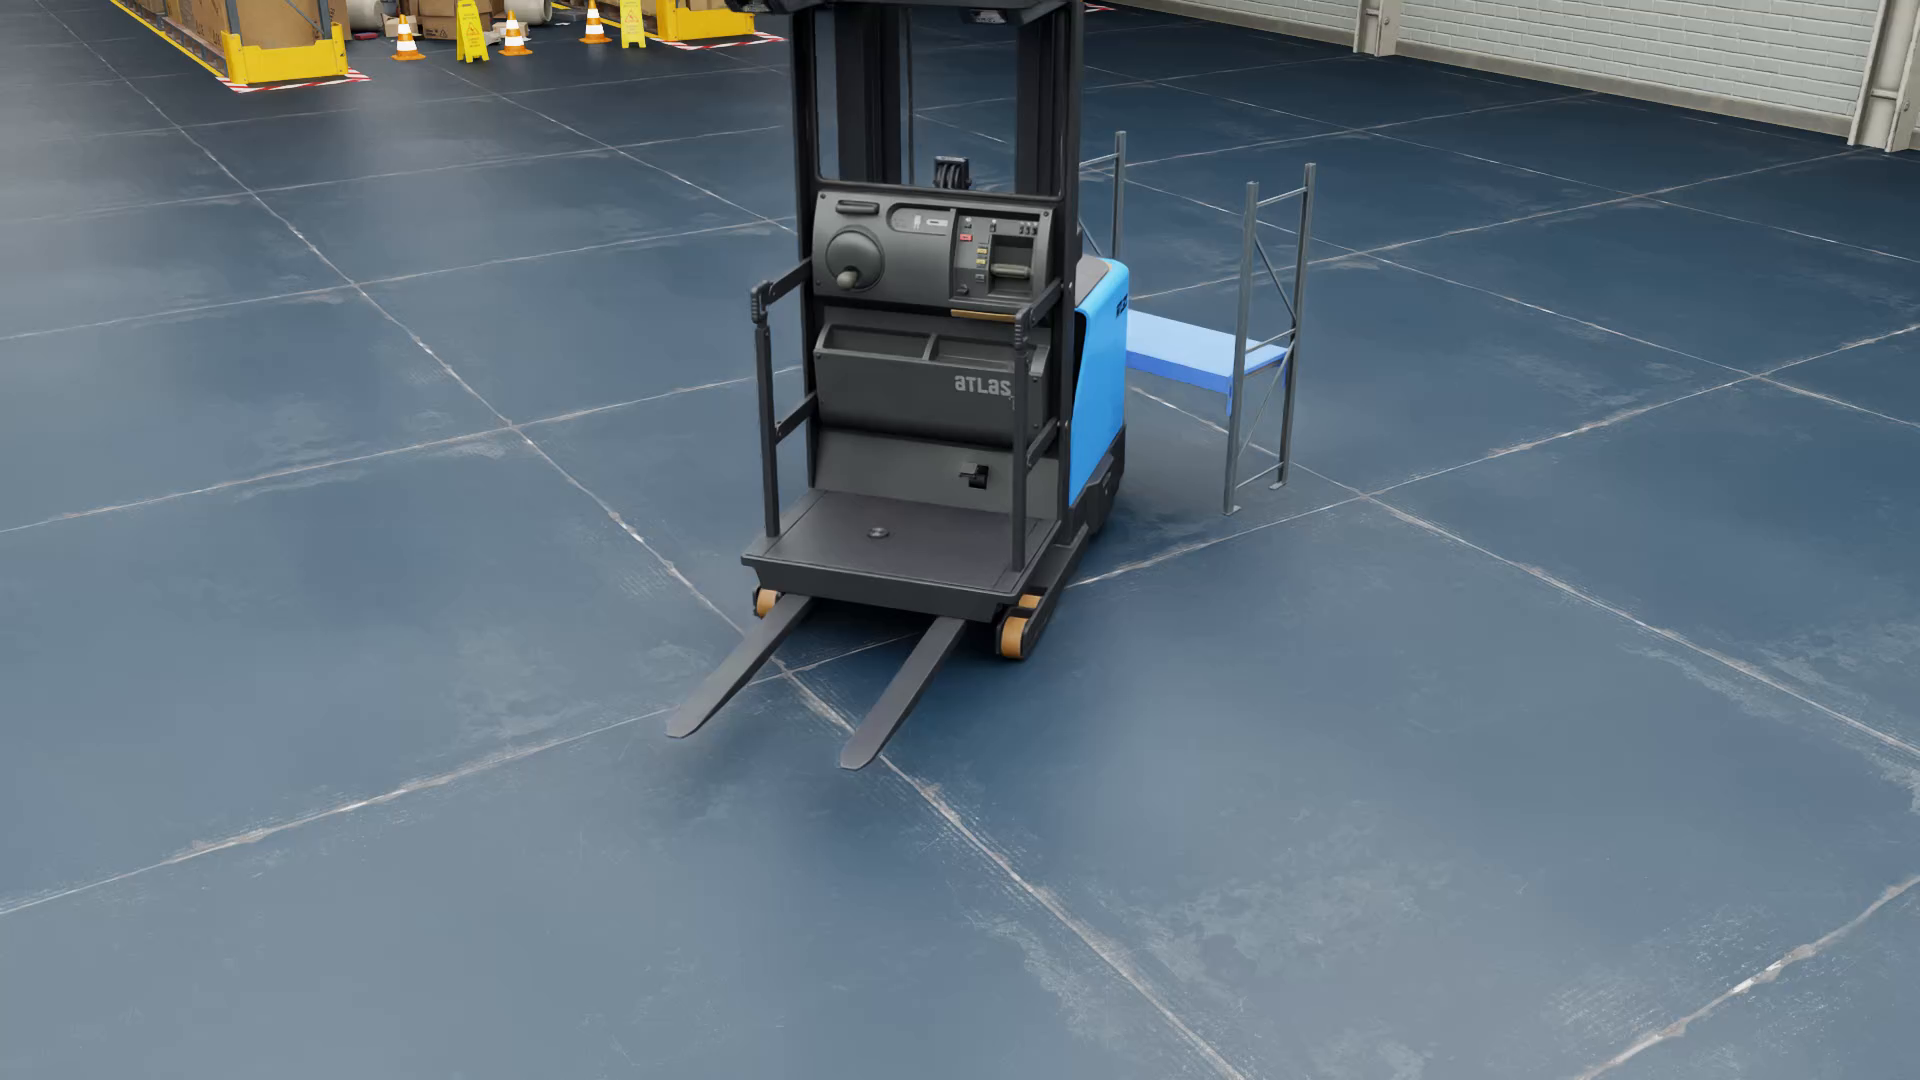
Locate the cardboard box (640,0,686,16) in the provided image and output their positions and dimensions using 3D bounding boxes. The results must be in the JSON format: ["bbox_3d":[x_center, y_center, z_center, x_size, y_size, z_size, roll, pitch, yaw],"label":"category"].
[{"bbox_3d":[-3.725,-6.661,20.576,0.500,0.250,0.500,-16,29,-30],"label":"cardboard box"}]

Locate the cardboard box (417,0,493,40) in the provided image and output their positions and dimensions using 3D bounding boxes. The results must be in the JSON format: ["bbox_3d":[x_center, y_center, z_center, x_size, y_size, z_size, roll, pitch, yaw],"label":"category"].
[{"bbox_3d":[-6.125,-6.389,20.194,0.637,0.503,0.797,7,26,15],"label":"cardboard box"}]

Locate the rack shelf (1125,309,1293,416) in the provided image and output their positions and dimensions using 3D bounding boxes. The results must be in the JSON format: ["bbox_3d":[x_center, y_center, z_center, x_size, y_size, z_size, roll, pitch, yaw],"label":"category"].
[{"bbox_3d":[0.981,-0.851,7.717,1.000,0.185,0.538,21,32,37],"label":"rack shelf"}]

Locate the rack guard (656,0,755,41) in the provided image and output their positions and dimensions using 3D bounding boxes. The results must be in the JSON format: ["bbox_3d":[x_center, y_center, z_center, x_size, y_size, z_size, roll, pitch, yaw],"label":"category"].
[{"bbox_3d":[-3.087,-6.376,20.172,1.175,0.500,0.348,-16,29,-30],"label":"rack guard"}]

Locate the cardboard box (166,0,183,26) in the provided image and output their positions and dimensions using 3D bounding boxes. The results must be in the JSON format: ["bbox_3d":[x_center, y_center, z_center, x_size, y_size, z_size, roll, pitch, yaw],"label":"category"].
[{"bbox_3d":[-9.036,-6.708,19.944,0.875,0.875,0.875,-15,29,-29],"label":"cardboard box"}]

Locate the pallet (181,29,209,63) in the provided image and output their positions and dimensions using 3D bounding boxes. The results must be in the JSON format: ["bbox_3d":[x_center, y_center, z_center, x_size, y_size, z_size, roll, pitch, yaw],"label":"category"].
[{"bbox_3d":[-8.301,-5.733,19.146,1.003,0.211,1.213,-16,29,-30],"label":"pallet"}]

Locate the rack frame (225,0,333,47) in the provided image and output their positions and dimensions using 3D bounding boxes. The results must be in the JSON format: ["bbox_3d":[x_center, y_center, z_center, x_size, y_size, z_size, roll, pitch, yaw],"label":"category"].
[{"bbox_3d":[-7.137,-6.290,17.060,1.000,3.000,0.127,-16,29,-30],"label":"rack frame"}]

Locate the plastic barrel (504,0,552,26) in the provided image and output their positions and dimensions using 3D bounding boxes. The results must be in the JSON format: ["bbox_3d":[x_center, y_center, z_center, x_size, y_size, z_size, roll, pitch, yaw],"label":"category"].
[{"bbox_3d":[-5.441,-6.701,20.948,0.512,0.421,0.421,3,25,6],"label":"plastic barrel"}]

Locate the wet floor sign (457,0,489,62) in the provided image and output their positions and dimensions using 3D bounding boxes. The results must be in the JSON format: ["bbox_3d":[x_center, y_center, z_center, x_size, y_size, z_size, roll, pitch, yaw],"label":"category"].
[{"bbox_3d":[-5.462,-5.676,18.518,0.267,0.644,0.232,-22,33,-38],"label":"wet floor sign"}]

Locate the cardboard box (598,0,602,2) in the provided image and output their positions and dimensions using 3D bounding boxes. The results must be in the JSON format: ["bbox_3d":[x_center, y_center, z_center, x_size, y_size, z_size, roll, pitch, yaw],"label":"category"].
[{"bbox_3d":[-4.540,-7.205,21.729,0.500,0.250,0.500,-16,30,-30],"label":"cardboard box"}]

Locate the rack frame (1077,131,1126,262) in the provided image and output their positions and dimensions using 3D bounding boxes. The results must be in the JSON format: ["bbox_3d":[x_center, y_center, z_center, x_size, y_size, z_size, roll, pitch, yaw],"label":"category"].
[{"bbox_3d":[0.602,-1.158,7.947,0.032,1.500,0.500,21,32,37],"label":"rack frame"}]

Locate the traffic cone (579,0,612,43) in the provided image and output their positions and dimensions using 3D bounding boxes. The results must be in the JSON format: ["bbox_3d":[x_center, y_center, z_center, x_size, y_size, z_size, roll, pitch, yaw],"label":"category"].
[{"bbox_3d":[-4.361,-6.186,19.811,0.336,0.463,0.334,-16,29,-30],"label":"traffic cone"}]

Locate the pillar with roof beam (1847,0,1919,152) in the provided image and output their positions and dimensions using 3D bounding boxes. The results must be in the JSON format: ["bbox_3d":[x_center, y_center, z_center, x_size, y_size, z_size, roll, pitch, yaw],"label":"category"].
[{"bbox_3d":[4.431,-6.514,10.508,9.100,9.000,0.400,-16,29,-30],"label":"pillar with roof beam"}]

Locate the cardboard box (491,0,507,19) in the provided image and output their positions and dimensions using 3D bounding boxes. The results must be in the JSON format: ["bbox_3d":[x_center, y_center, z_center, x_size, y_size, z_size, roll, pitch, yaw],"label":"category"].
[{"bbox_3d":[-5.784,-7.081,21.661,0.500,0.500,0.500,3,25,6],"label":"cardboard box"}]

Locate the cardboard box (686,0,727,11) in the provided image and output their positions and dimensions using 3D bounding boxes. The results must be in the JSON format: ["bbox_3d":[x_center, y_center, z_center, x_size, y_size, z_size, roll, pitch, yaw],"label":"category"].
[{"bbox_3d":[-3.254,-6.779,20.825,0.500,0.250,0.500,-16,30,-30],"label":"cardboard box"}]

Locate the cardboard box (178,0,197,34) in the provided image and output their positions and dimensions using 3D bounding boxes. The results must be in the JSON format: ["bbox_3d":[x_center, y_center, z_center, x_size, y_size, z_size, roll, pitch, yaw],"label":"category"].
[{"bbox_3d":[-8.541,-6.387,19.263,0.875,0.875,0.875,-15,29,-29],"label":"cardboard box"}]

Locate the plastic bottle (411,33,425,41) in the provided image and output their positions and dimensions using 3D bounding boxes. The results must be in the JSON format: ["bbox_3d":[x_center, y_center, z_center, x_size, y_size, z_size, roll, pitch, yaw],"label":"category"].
[{"bbox_3d":[-6.579,-6.051,19.996,0.283,0.061,0.133,18,31,33],"label":"plastic bottle"}]

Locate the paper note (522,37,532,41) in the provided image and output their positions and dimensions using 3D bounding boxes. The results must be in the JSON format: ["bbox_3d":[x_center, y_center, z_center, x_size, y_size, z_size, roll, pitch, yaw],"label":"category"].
[{"bbox_3d":[-5.229,-6.011,19.948,0.142,0.019,0.148,18,31,33],"label":"paper note"}]

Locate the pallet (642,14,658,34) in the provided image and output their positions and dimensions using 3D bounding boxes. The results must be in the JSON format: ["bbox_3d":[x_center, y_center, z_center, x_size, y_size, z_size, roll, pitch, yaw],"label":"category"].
[{"bbox_3d":[-3.500,-6.545,20.866,1.003,0.211,1.213,-16,29,-30],"label":"pallet"}]

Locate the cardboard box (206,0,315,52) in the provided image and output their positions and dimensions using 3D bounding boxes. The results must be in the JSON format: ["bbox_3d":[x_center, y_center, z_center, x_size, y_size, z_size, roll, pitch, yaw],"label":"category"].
[{"bbox_3d":[-7.563,-5.746,17.905,0.875,0.875,0.875,-15,29,-29],"label":"cardboard box"}]

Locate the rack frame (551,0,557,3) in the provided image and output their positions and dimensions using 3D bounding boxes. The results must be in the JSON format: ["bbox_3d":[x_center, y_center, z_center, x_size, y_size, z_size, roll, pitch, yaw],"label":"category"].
[{"bbox_3d":[-5.229,-8.910,22.611,1.000,3.000,0.127,-16,29,-30],"label":"rack frame"}]

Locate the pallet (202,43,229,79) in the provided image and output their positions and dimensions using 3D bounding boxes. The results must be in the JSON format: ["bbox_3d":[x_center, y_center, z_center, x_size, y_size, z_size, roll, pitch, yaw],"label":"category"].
[{"bbox_3d":[-7.639,-5.297,18.223,1.003,0.211,1.213,-16,29,-30],"label":"pallet"}]

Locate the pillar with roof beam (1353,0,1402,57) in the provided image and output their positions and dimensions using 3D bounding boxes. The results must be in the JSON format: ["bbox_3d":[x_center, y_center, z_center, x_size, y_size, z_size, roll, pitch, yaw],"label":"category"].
[{"bbox_3d":[1.155,-8.660,15.054,9.100,9.000,0.400,-16,29,-30],"label":"pillar with roof beam"}]

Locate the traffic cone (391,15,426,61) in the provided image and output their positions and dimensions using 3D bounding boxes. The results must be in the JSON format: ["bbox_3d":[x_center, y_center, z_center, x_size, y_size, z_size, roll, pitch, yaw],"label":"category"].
[{"bbox_3d":[-6.237,-5.664,18.705,0.336,0.463,0.334,-16,29,-30],"label":"traffic cone"}]

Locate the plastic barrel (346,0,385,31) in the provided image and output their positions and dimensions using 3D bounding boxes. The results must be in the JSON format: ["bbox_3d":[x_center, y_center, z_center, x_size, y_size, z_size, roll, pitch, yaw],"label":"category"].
[{"bbox_3d":[-7.416,-6.507,20.539,0.512,0.421,0.421,3,25,6],"label":"plastic barrel"}]

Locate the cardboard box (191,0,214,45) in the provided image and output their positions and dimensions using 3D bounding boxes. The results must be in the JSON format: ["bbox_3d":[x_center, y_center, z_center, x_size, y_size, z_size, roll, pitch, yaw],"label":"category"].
[{"bbox_3d":[-8.045,-6.060,18.571,0.875,0.875,0.875,-16,30,-30],"label":"cardboard box"}]

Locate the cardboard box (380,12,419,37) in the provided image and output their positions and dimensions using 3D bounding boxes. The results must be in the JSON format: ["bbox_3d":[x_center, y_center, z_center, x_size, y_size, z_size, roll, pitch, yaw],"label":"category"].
[{"bbox_3d":[-6.839,-6.299,20.281,0.396,0.266,0.258,-10,27,-21],"label":"cardboard box"}]

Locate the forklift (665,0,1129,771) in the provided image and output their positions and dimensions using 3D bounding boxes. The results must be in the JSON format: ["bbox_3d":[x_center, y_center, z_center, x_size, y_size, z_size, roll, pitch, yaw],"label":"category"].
[{"bbox_3d":[-0.174,-1.063,6.069,1.130,2.935,3.031,8,26,16],"label":"forklift"}]

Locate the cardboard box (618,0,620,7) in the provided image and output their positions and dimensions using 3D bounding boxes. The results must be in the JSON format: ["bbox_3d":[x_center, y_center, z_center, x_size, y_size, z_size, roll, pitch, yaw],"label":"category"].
[{"bbox_3d":[-3.988,-6.840,20.954,0.500,0.250,0.500,-15,29,-29],"label":"cardboard box"}]

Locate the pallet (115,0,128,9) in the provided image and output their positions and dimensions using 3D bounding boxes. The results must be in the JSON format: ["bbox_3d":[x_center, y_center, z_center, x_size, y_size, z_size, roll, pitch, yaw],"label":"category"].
[{"bbox_3d":[-11.137,-7.591,23.082,1.003,0.211,1.213,-16,29,-30],"label":"pallet"}]

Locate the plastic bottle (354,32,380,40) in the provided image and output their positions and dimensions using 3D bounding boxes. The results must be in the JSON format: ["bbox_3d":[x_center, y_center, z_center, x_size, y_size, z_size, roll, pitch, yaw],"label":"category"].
[{"bbox_3d":[-7.146,-6.079,20.057,0.133,0.061,0.283,18,31,33],"label":"plastic bottle"}]

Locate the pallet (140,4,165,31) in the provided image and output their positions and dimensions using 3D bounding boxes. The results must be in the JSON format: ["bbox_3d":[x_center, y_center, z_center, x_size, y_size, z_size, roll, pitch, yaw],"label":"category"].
[{"bbox_3d":[-9.805,-6.718,21.234,1.003,0.211,1.213,-16,29,-30],"label":"pallet"}]

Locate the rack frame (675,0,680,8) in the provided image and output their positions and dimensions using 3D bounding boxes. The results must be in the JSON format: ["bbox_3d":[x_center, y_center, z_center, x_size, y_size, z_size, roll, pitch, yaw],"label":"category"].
[{"bbox_3d":[-3.045,-7.480,19.580,1.000,3.000,0.127,-16,29,-30],"label":"rack frame"}]

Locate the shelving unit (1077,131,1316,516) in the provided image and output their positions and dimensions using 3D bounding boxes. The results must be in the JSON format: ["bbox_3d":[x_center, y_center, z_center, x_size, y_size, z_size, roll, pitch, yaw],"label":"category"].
[{"bbox_3d":[0.981,-1.014,7.641,1.048,1.500,0.538,21,32,37],"label":"shelving unit"}]

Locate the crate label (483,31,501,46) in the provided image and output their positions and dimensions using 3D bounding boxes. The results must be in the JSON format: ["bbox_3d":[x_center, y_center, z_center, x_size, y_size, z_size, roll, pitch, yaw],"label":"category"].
[{"bbox_3d":[-5.586,-5.925,19.640,0.298,0.136,0.250,12,28,24],"label":"crate label"}]

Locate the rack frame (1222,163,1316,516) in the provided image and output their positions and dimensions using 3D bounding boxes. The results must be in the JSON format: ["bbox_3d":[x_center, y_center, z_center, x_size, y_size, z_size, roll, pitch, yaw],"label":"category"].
[{"bbox_3d":[1.360,-0.869,7.334,0.032,1.500,0.500,21,32,37],"label":"rack frame"}]

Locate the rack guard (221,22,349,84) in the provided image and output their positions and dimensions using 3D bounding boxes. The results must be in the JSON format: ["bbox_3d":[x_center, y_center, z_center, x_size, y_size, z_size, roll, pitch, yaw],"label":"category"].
[{"bbox_3d":[-7.124,-5.151,17.576,1.175,0.500,0.348,-16,29,-30],"label":"rack guard"}]

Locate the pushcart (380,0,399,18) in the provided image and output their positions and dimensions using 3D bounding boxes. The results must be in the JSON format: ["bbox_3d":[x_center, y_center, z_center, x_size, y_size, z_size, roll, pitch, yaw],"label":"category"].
[{"bbox_3d":[-7.112,-7.175,22.007,0.936,0.377,1.648,18,31,33],"label":"pushcart"}]

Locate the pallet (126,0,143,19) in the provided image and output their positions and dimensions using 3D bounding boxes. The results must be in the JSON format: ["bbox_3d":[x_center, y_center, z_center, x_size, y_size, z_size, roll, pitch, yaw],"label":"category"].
[{"bbox_3d":[-10.475,-7.155,22.159,1.003,0.211,1.213,-16,29,-30],"label":"pallet"}]

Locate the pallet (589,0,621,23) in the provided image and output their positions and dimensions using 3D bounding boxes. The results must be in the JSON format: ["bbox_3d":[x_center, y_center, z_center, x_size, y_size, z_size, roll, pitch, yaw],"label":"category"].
[{"bbox_3d":[-4.162,-6.981,21.790,1.003,0.211,1.213,-16,29,-30],"label":"pallet"}]

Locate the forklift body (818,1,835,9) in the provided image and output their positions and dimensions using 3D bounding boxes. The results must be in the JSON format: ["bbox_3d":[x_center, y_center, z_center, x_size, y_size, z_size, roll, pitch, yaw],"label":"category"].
[{"bbox_3d":[-1.452,-8.507,22.751,2.313,2.155,1.214,-16,29,-30],"label":"forklift body"}]

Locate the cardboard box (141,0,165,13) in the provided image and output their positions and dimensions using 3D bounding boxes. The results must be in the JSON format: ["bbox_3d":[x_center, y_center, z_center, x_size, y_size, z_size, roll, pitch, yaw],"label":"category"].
[{"bbox_3d":[-9.735,-7.094,20.907,1.050,0.750,0.750,-16,29,-30],"label":"cardboard box"}]

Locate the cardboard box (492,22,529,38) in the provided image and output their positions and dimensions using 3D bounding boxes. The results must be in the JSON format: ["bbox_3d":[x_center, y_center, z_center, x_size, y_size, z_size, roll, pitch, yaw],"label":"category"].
[{"bbox_3d":[-5.453,-6.188,20.184,0.380,0.149,0.250,-1,25,-3],"label":"cardboard box"}]

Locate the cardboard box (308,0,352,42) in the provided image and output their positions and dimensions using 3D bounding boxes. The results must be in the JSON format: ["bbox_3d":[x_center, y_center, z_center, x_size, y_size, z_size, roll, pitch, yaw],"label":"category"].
[{"bbox_3d":[-7.614,-6.275,19.954,0.500,0.500,0.500,-10,27,-21],"label":"cardboard box"}]

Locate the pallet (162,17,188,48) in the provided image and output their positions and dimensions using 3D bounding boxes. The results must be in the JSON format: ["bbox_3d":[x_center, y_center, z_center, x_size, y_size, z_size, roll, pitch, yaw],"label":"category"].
[{"bbox_3d":[-8.971,-6.169,20.071,1.003,0.211,1.213,-16,29,-30],"label":"pallet"}]

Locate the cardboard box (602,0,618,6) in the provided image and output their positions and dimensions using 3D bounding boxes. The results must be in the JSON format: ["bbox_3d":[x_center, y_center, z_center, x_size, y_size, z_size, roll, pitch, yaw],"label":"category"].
[{"bbox_3d":[-4.278,-7.026,21.348,0.500,0.250,0.500,-17,30,-31],"label":"cardboard box"}]

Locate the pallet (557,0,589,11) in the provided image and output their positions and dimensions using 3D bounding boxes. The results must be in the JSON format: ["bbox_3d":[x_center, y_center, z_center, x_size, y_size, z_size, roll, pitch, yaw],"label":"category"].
[{"bbox_3d":[-4.832,-7.417,22.715,1.003,0.211,1.213,-16,29,-30],"label":"pallet"}]

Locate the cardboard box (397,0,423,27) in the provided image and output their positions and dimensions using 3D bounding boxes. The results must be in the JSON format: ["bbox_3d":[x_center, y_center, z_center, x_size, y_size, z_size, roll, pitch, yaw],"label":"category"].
[{"bbox_3d":[-6.643,-6.783,20.870,0.797,0.637,0.503,-16,29,-30],"label":"cardboard box"}]

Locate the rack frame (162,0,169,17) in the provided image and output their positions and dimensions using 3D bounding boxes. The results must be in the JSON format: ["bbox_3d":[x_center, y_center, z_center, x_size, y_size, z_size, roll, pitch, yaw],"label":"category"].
[{"bbox_3d":[-9.321,-7.721,20.091,1.000,3.000,0.127,-16,29,-30],"label":"rack frame"}]

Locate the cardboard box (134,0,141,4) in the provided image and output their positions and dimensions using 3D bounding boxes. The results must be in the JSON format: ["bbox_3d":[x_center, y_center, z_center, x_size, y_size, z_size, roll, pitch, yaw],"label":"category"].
[{"bbox_3d":[-10.258,-7.440,21.640,1.050,0.750,0.750,-16,29,-30],"label":"cardboard box"}]

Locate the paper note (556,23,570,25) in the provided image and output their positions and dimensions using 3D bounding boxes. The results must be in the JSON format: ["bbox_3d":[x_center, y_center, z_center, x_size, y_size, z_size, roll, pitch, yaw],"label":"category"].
[{"bbox_3d":[-5.039,-6.556,21.102,0.148,0.019,0.142,18,31,33],"label":"paper note"}]

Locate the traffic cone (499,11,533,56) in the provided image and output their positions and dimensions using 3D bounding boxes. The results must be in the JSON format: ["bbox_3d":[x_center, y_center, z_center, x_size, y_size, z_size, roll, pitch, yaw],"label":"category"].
[{"bbox_3d":[-5.105,-5.805,19.005,0.336,0.463,0.334,-16,29,-30],"label":"traffic cone"}]

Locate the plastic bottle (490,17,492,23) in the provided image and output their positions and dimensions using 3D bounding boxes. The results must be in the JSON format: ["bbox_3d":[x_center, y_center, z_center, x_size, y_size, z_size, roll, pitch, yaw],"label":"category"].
[{"bbox_3d":[-6.095,-6.683,21.335,0.133,0.061,0.283,-10,27,-21],"label":"plastic bottle"}]

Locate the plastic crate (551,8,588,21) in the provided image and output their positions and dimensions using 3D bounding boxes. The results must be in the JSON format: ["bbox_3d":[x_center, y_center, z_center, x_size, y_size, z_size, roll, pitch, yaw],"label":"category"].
[{"bbox_3d":[-5.059,-6.837,21.640,0.583,0.080,0.402,18,31,33],"label":"plastic crate"}]

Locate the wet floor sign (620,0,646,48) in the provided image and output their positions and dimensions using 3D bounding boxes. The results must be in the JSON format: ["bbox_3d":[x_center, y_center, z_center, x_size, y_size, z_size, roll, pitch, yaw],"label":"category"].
[{"bbox_3d":[-3.838,-6.098,19.411,0.267,0.644,0.232,-6,26,-12],"label":"wet floor sign"}]
